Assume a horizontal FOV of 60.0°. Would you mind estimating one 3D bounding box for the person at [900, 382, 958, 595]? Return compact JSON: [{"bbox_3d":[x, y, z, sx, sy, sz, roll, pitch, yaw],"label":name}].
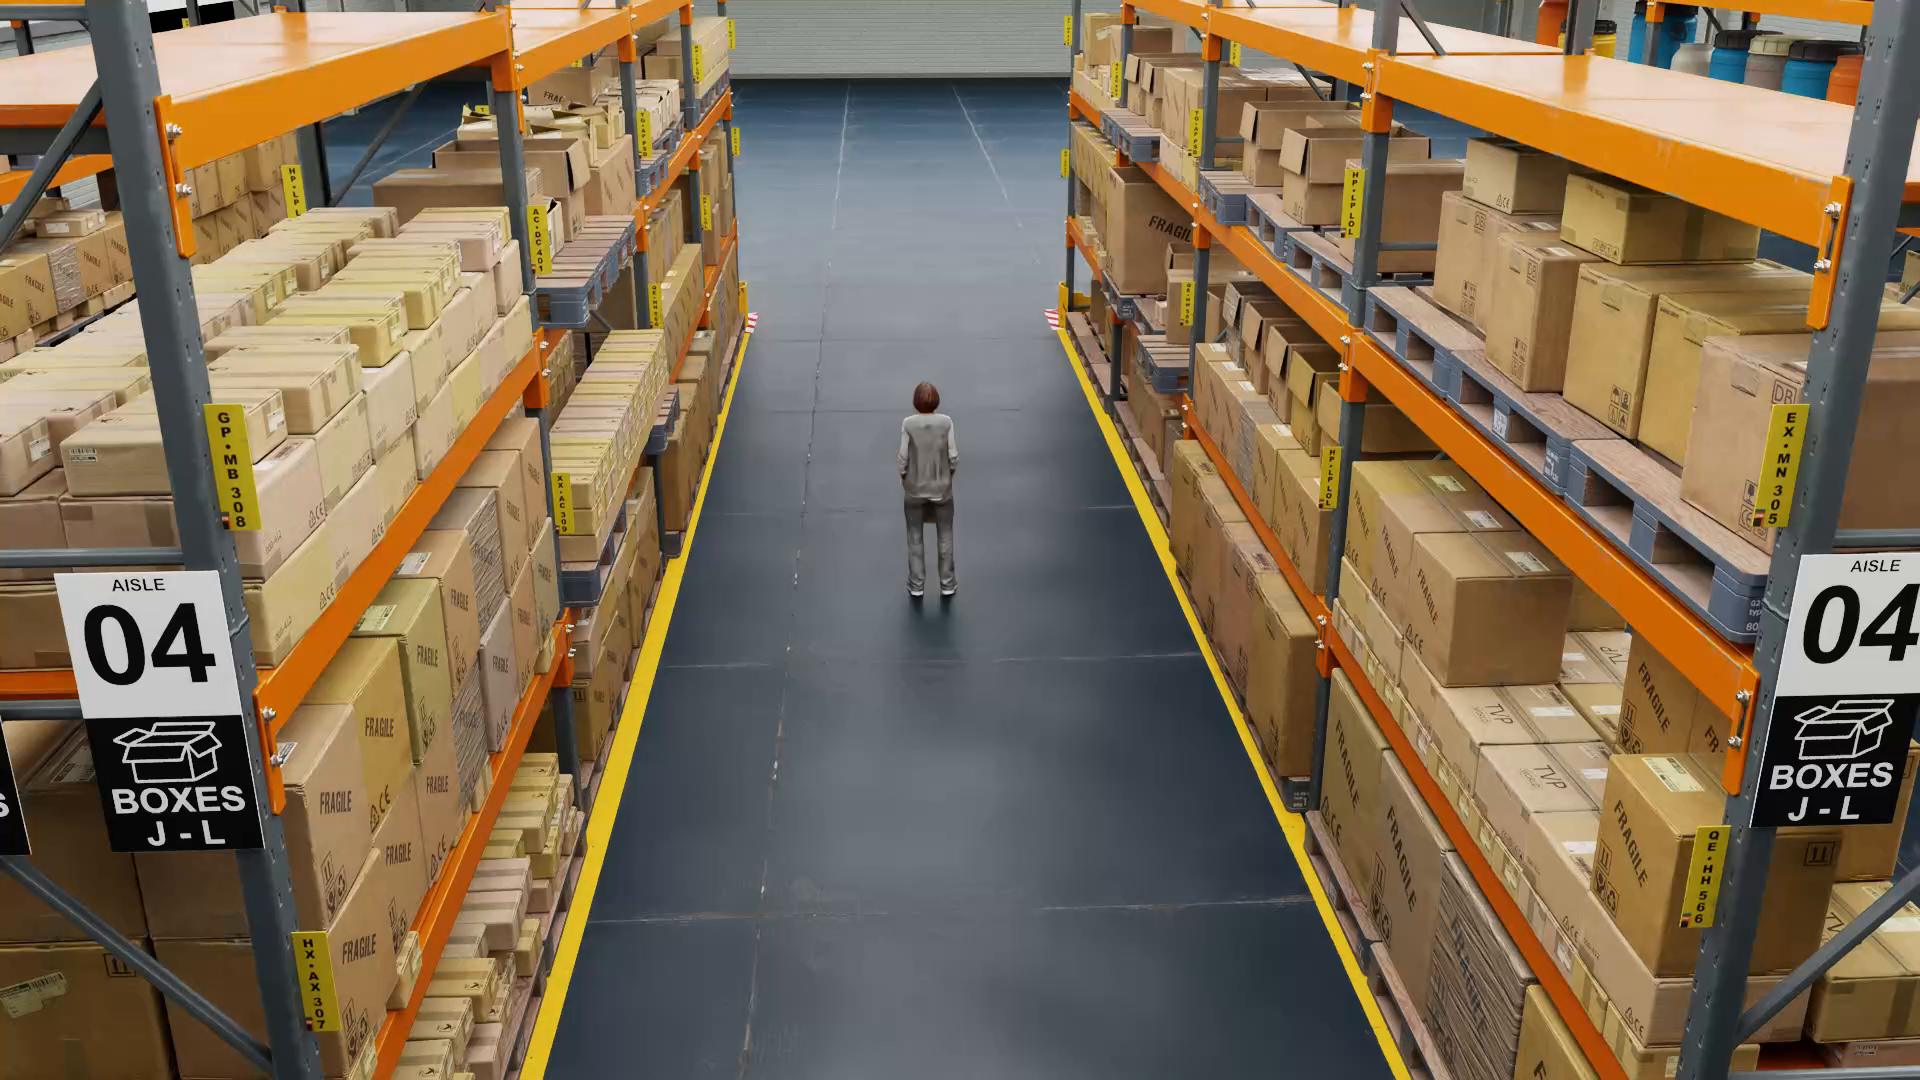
[{"bbox_3d":[-0.225,-0.364,12.047,0.434,1.600,0.347,-2,21,-4],"label":"person"}]
